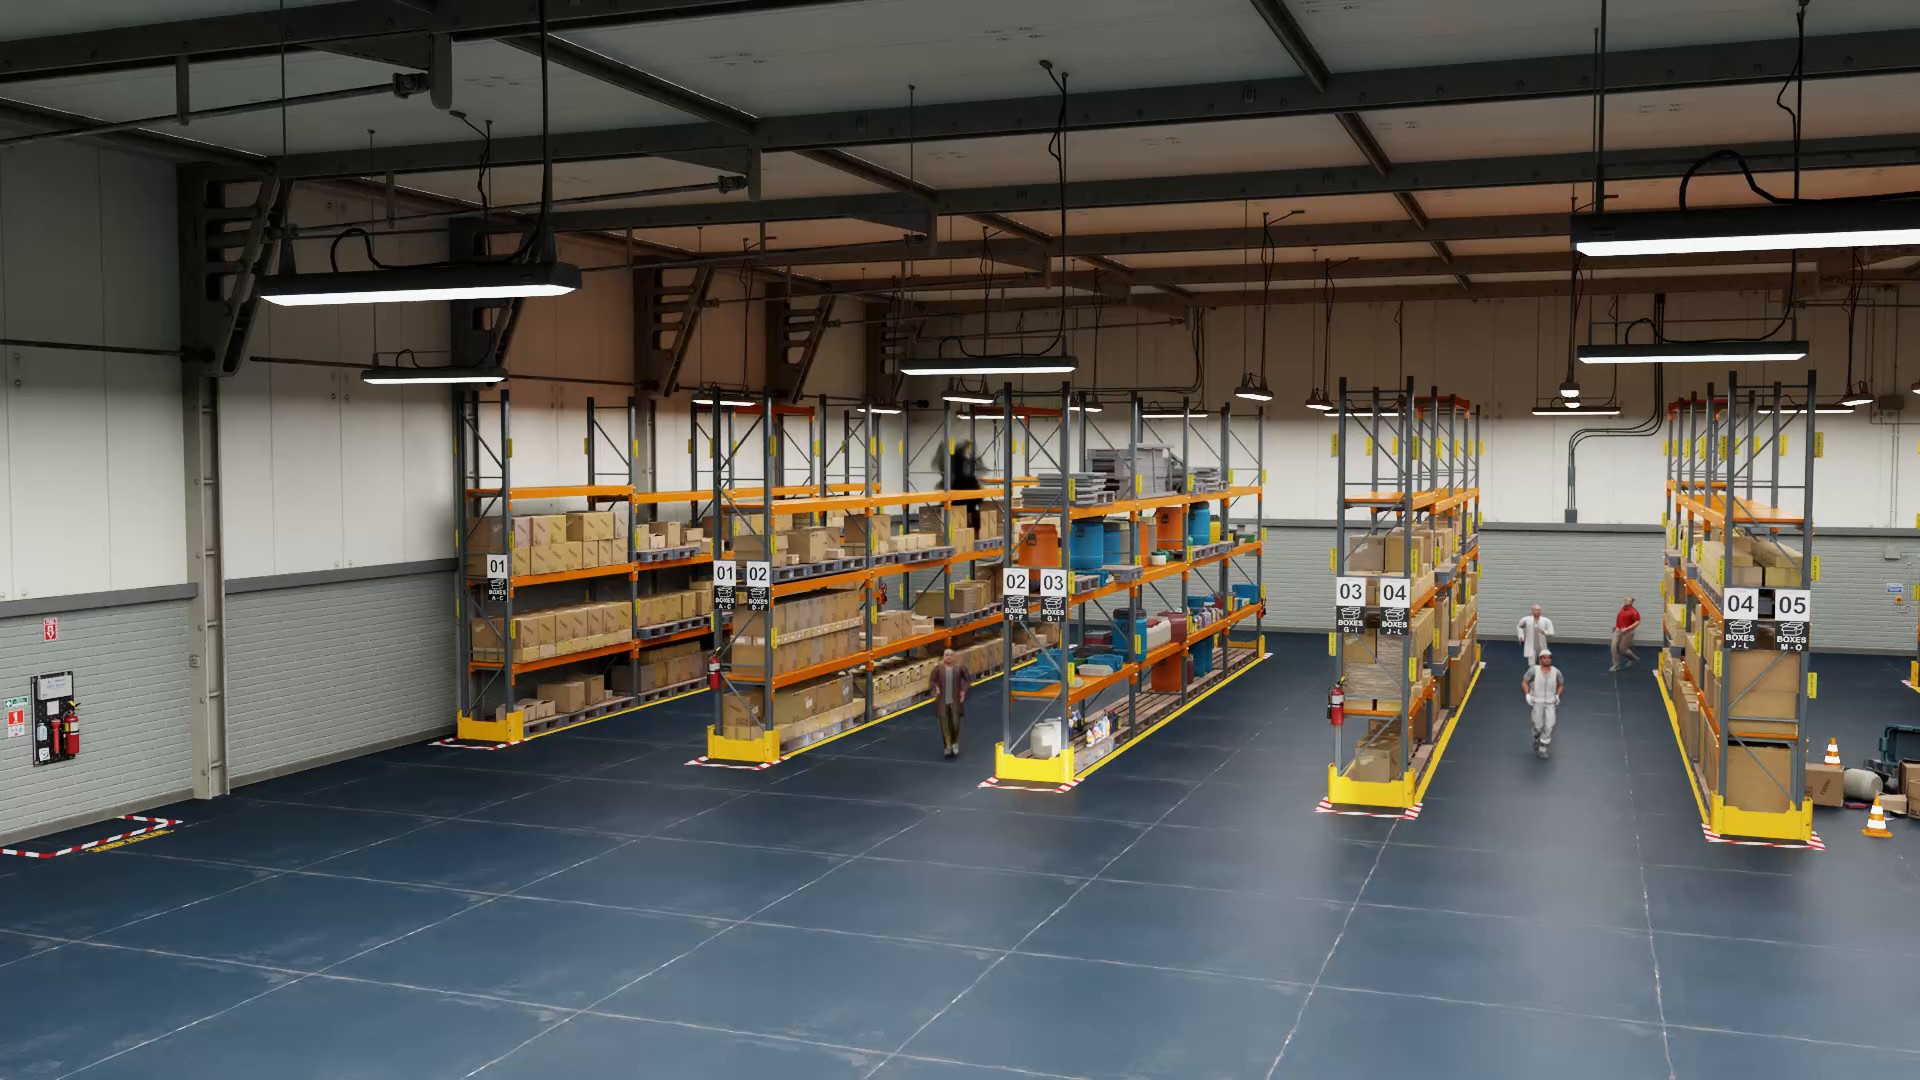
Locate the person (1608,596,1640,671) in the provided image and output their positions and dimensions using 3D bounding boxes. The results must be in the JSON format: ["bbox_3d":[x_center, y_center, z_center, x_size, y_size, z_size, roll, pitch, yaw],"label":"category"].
[{"bbox_3d":[14.976,2.114,37.350,0.718,1.706,0.704,-1,3,-23],"label":"person"}]

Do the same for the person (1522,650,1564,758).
[{"bbox_3d":[9.459,2.644,26.969,0.641,1.745,0.554,1,3,10],"label":"person"}]

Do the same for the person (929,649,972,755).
[{"bbox_3d":[-0.170,2.639,26.938,0.697,1.741,0.639,0,3,3],"label":"person"}]

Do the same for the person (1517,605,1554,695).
[{"bbox_3d":[11.751,2.223,33.928,0.688,1.807,0.920,1,3,11],"label":"person"}]
